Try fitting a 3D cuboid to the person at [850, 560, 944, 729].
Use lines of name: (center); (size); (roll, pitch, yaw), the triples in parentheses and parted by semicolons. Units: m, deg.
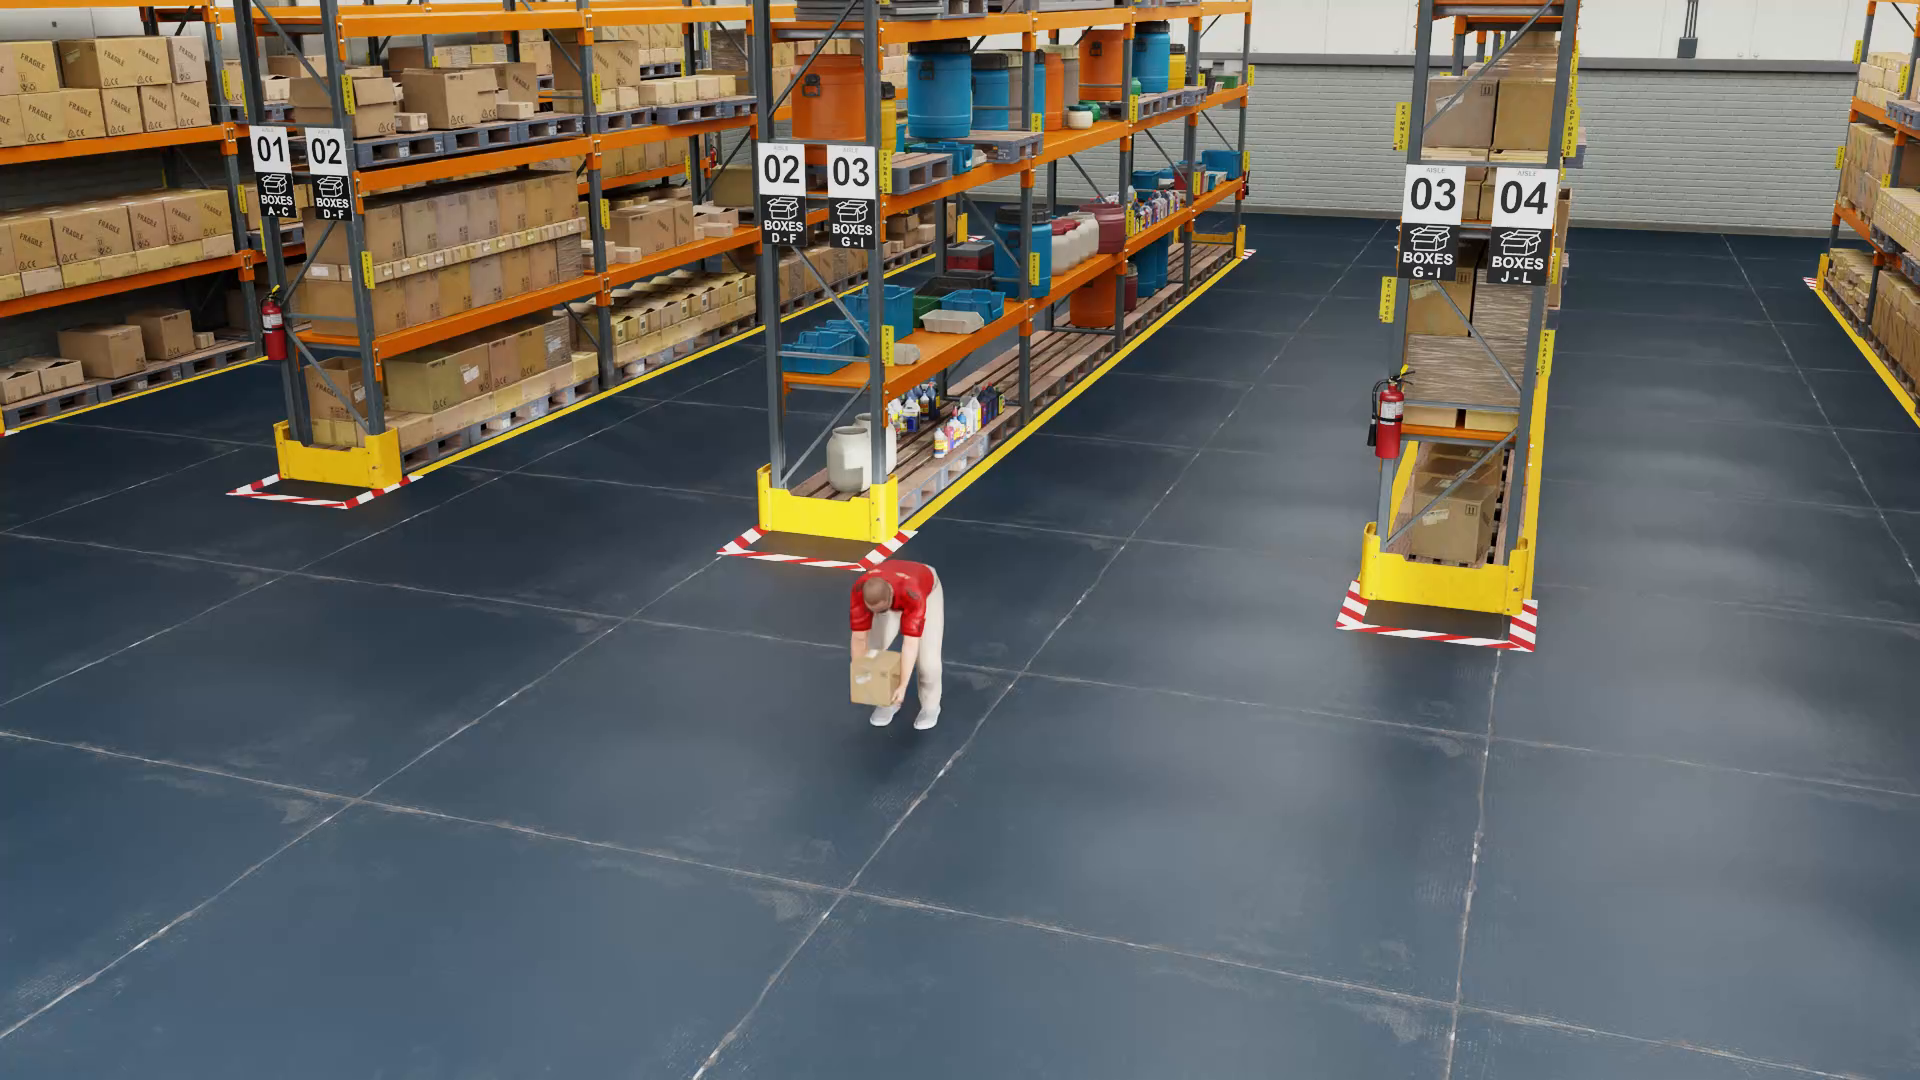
person: (-0.388, 0.639, 10.129); (0.516, 1.129, 0.937); (5, 19, 16)
